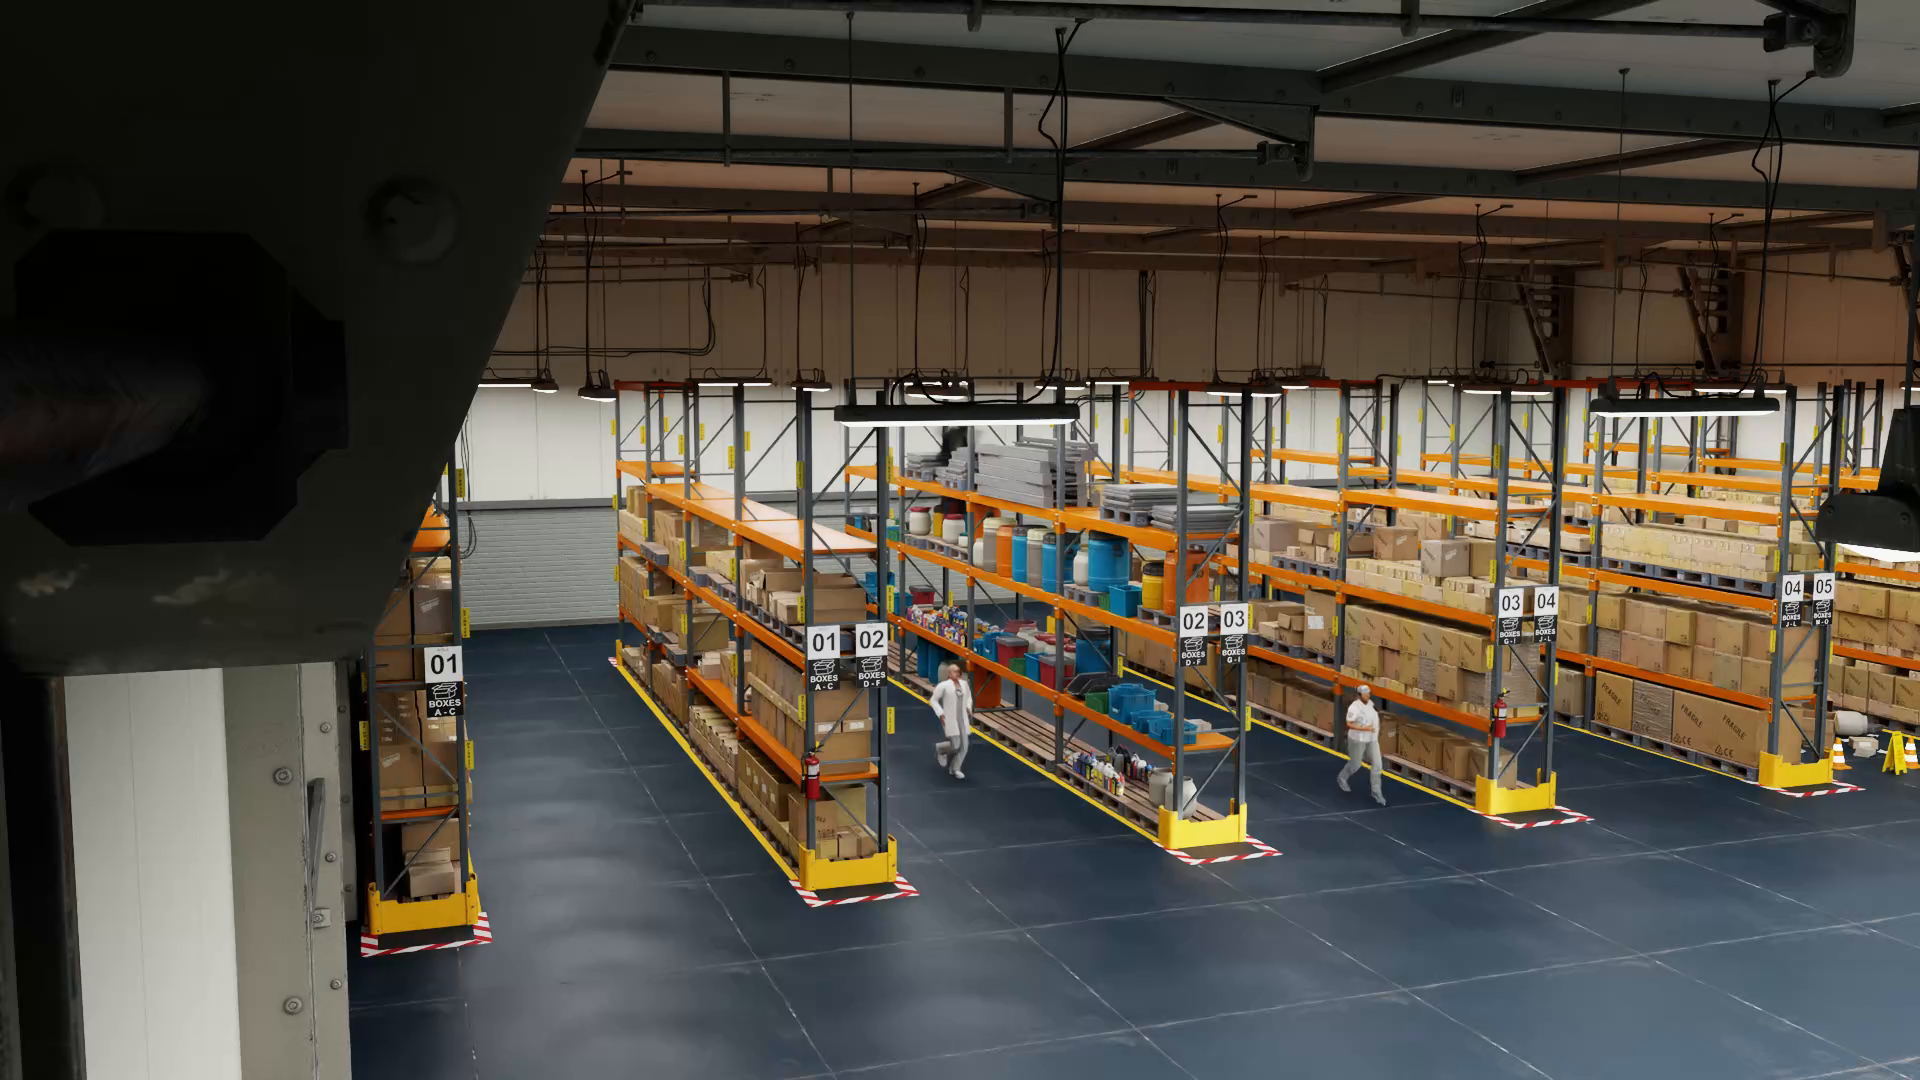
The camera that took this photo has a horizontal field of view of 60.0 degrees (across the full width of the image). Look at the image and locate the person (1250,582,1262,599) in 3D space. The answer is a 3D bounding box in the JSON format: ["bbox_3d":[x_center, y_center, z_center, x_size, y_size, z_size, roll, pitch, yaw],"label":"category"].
[{"bbox_3d":[7.414,1.121,41.320,0.766,1.706,0.706,-2,6,-19],"label":"person"}]

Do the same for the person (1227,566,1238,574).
[{"bbox_3d":[6.812,1.150,41.406,0.801,1.674,0.681,-1,6,-12],"label":"person"}]

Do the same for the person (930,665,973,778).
[{"bbox_3d":[-0.095,2.775,25.595,0.709,1.737,0.640,-4,7,-31],"label":"person"}]

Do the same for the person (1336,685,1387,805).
[{"bbox_3d":[5.870,2.945,24.263,0.614,1.698,0.898,-3,7,-25],"label":"person"}]
